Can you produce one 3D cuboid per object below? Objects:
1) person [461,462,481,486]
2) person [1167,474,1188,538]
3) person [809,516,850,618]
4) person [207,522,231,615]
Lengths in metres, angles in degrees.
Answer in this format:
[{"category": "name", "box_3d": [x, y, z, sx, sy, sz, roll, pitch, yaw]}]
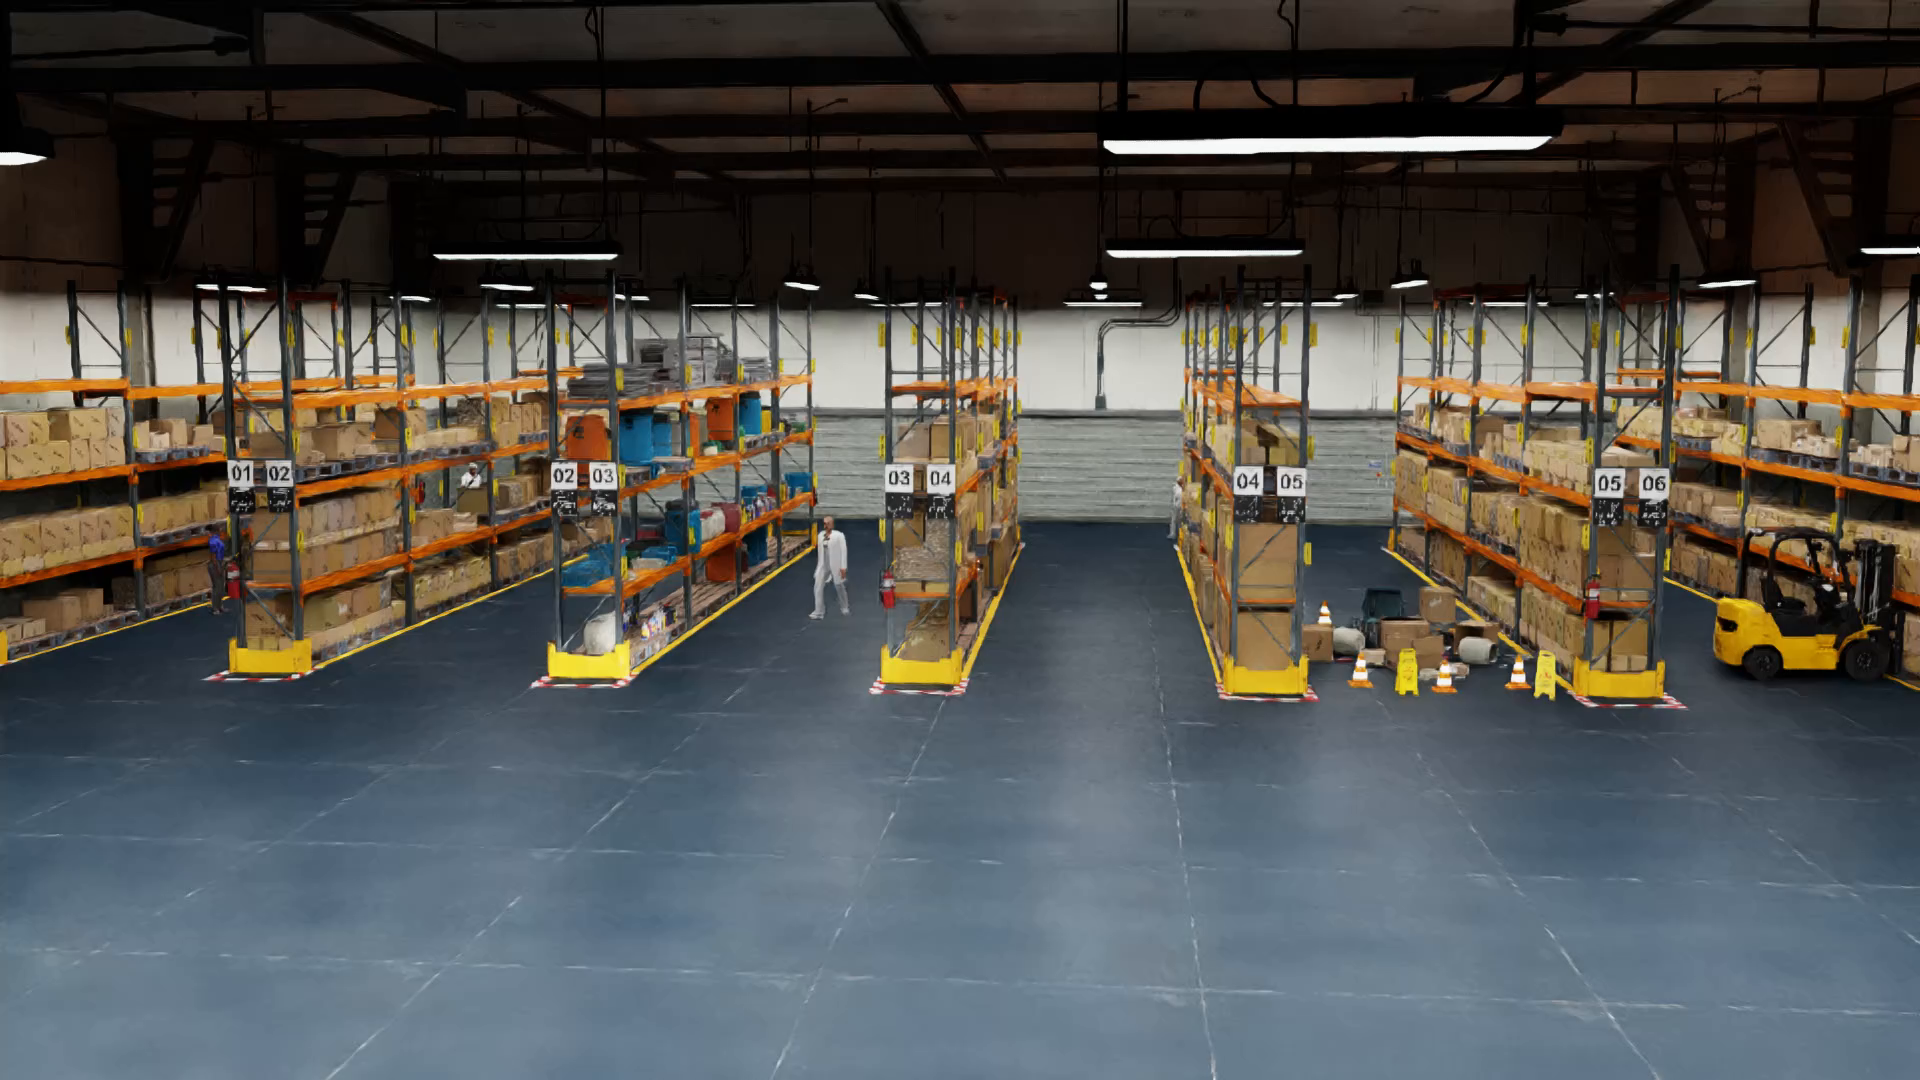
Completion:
[{"category": "person", "box_3d": [-12.914, -1.169, 43.664, 0.736, 1.763, 0.487, -6, 9, -40]}, {"category": "person", "box_3d": [5.551, -0.853, 41.637, 0.490, 1.615, 0.942, 4, 8, 27]}, {"category": "person", "box_3d": [-2.162, 0.445, 28.127, 0.607, 1.725, 1.001, 3, 7, 20]}, {"category": "person", "box_3d": [-13.532, 0.530, 30.317, 0.360, 1.724, 0.526, -3, 7, -22]}]
